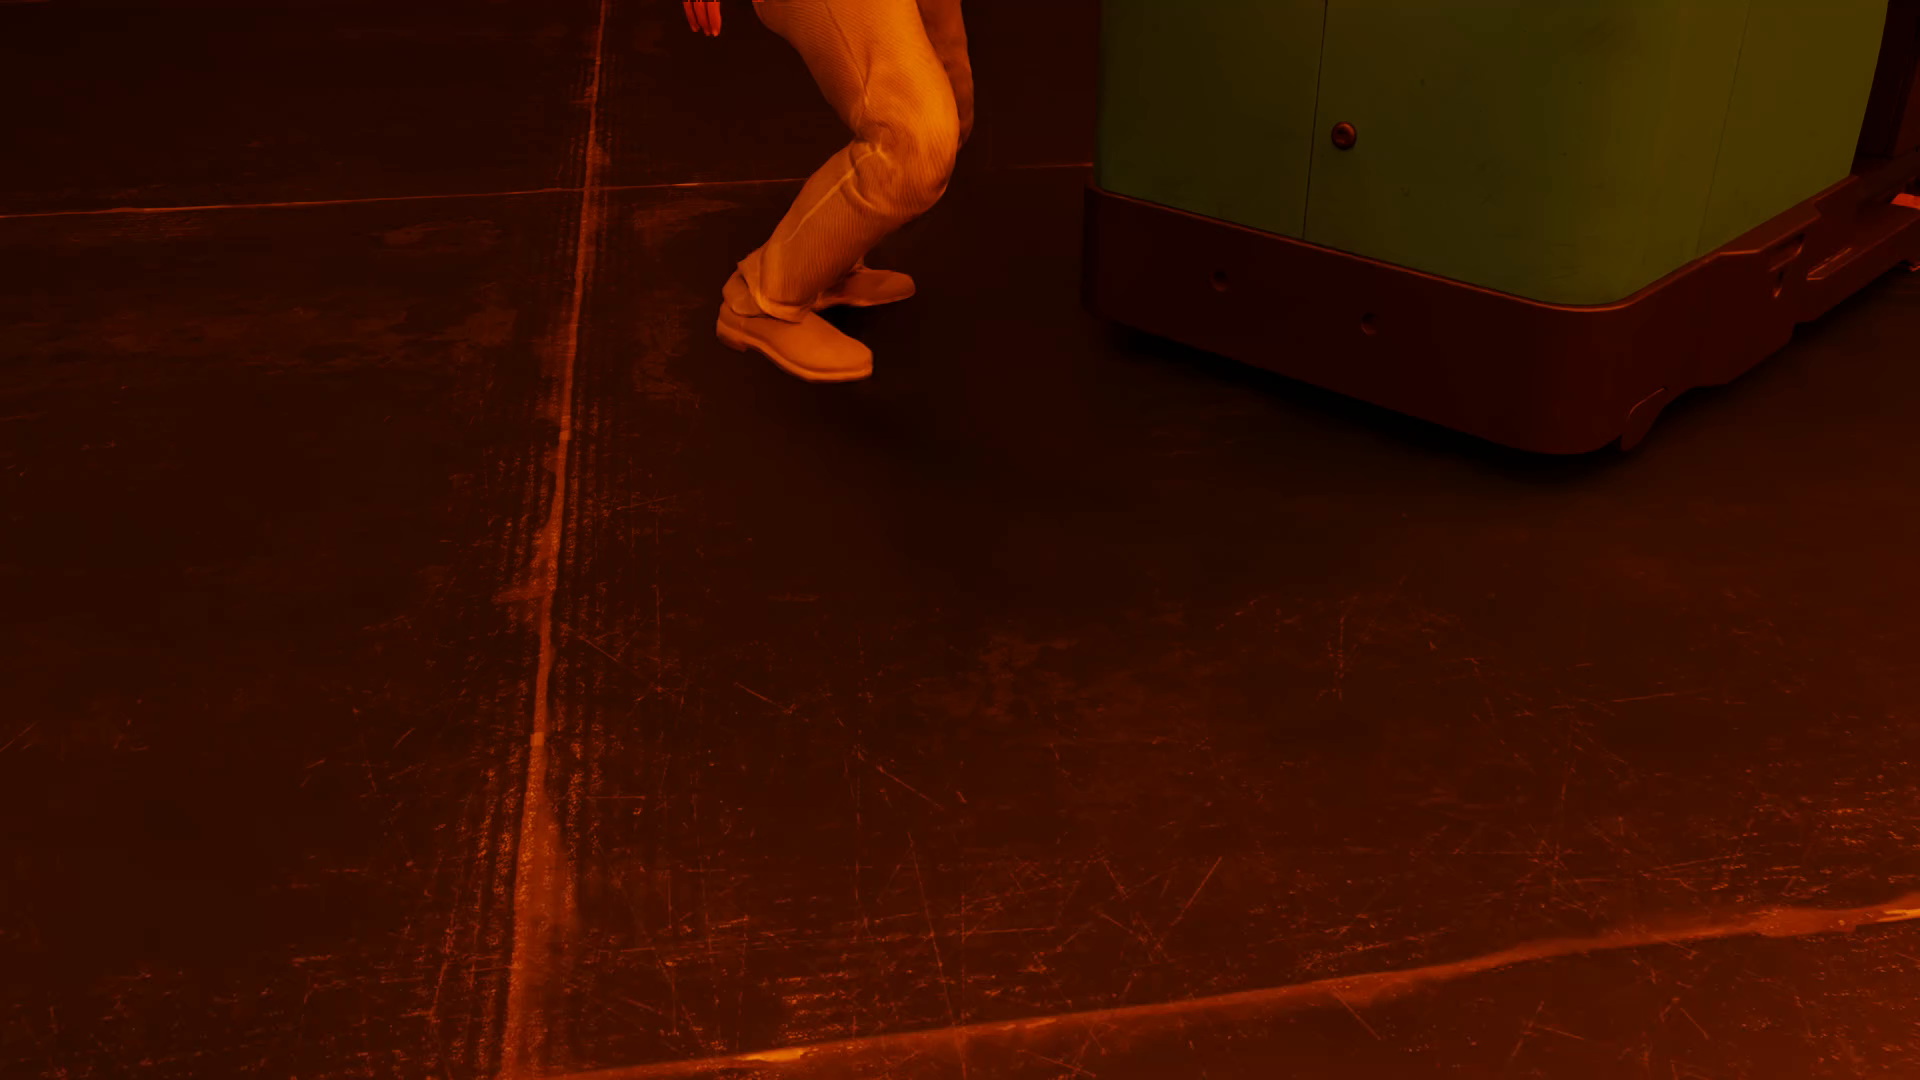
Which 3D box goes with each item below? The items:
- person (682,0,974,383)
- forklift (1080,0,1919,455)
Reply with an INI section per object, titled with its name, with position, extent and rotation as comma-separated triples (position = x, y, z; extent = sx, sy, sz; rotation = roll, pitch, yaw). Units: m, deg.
[person]
position = -0.174, -1.065, 2.753
extent = 0.594, 1.671, 0.916
rotation = 11, 30, 21
[forklift]
position = 1.620, -2.022, 3.184
extent = 1.130, 2.935, 3.031
rotation = 25, 37, 38
